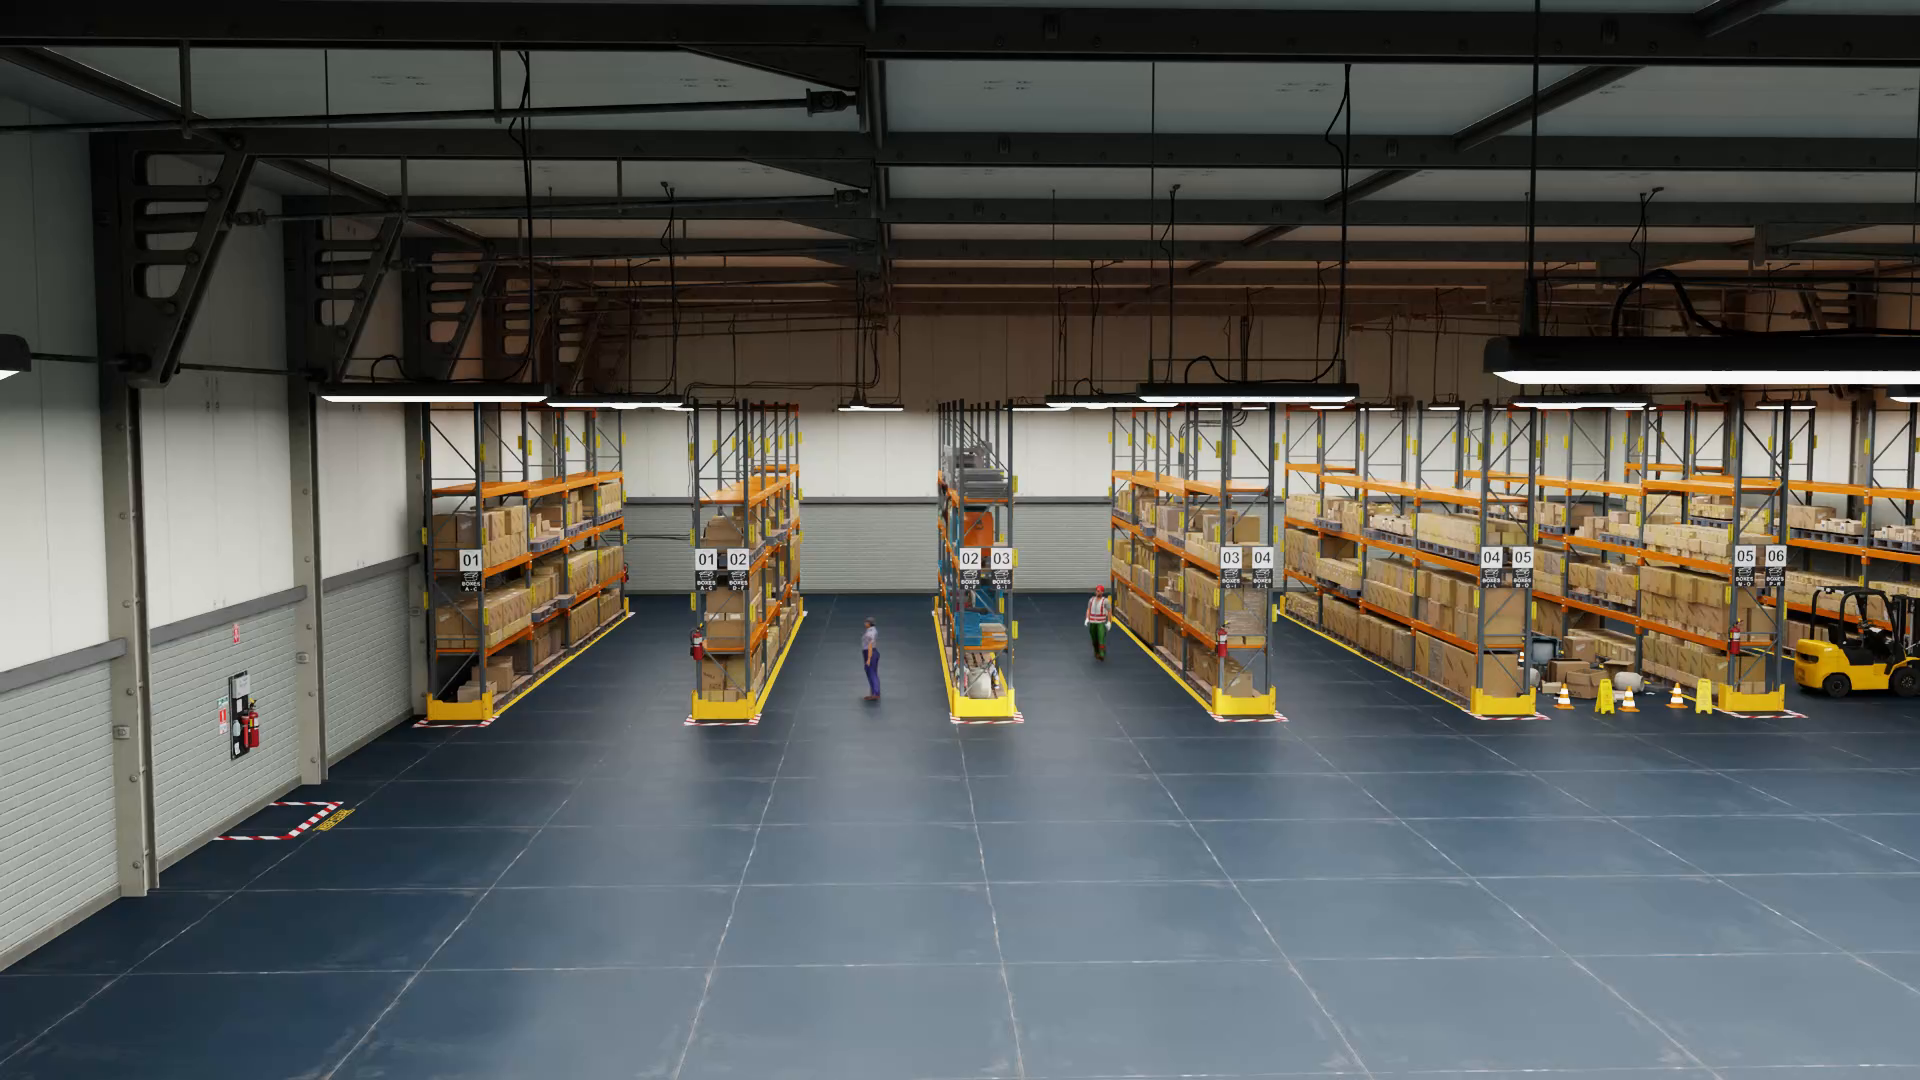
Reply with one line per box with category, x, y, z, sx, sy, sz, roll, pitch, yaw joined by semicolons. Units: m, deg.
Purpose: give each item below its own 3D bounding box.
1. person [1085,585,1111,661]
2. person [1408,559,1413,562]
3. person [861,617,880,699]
person;3.210;1.915;38.665;0.580;1.738;1.083;2;5;20
person;12.880;1.343;47.307;0.359;1.599;0.448;2;5;20
person;-1.801;2.382;33.354;0.377;1.691;0.578;0;4;-2
